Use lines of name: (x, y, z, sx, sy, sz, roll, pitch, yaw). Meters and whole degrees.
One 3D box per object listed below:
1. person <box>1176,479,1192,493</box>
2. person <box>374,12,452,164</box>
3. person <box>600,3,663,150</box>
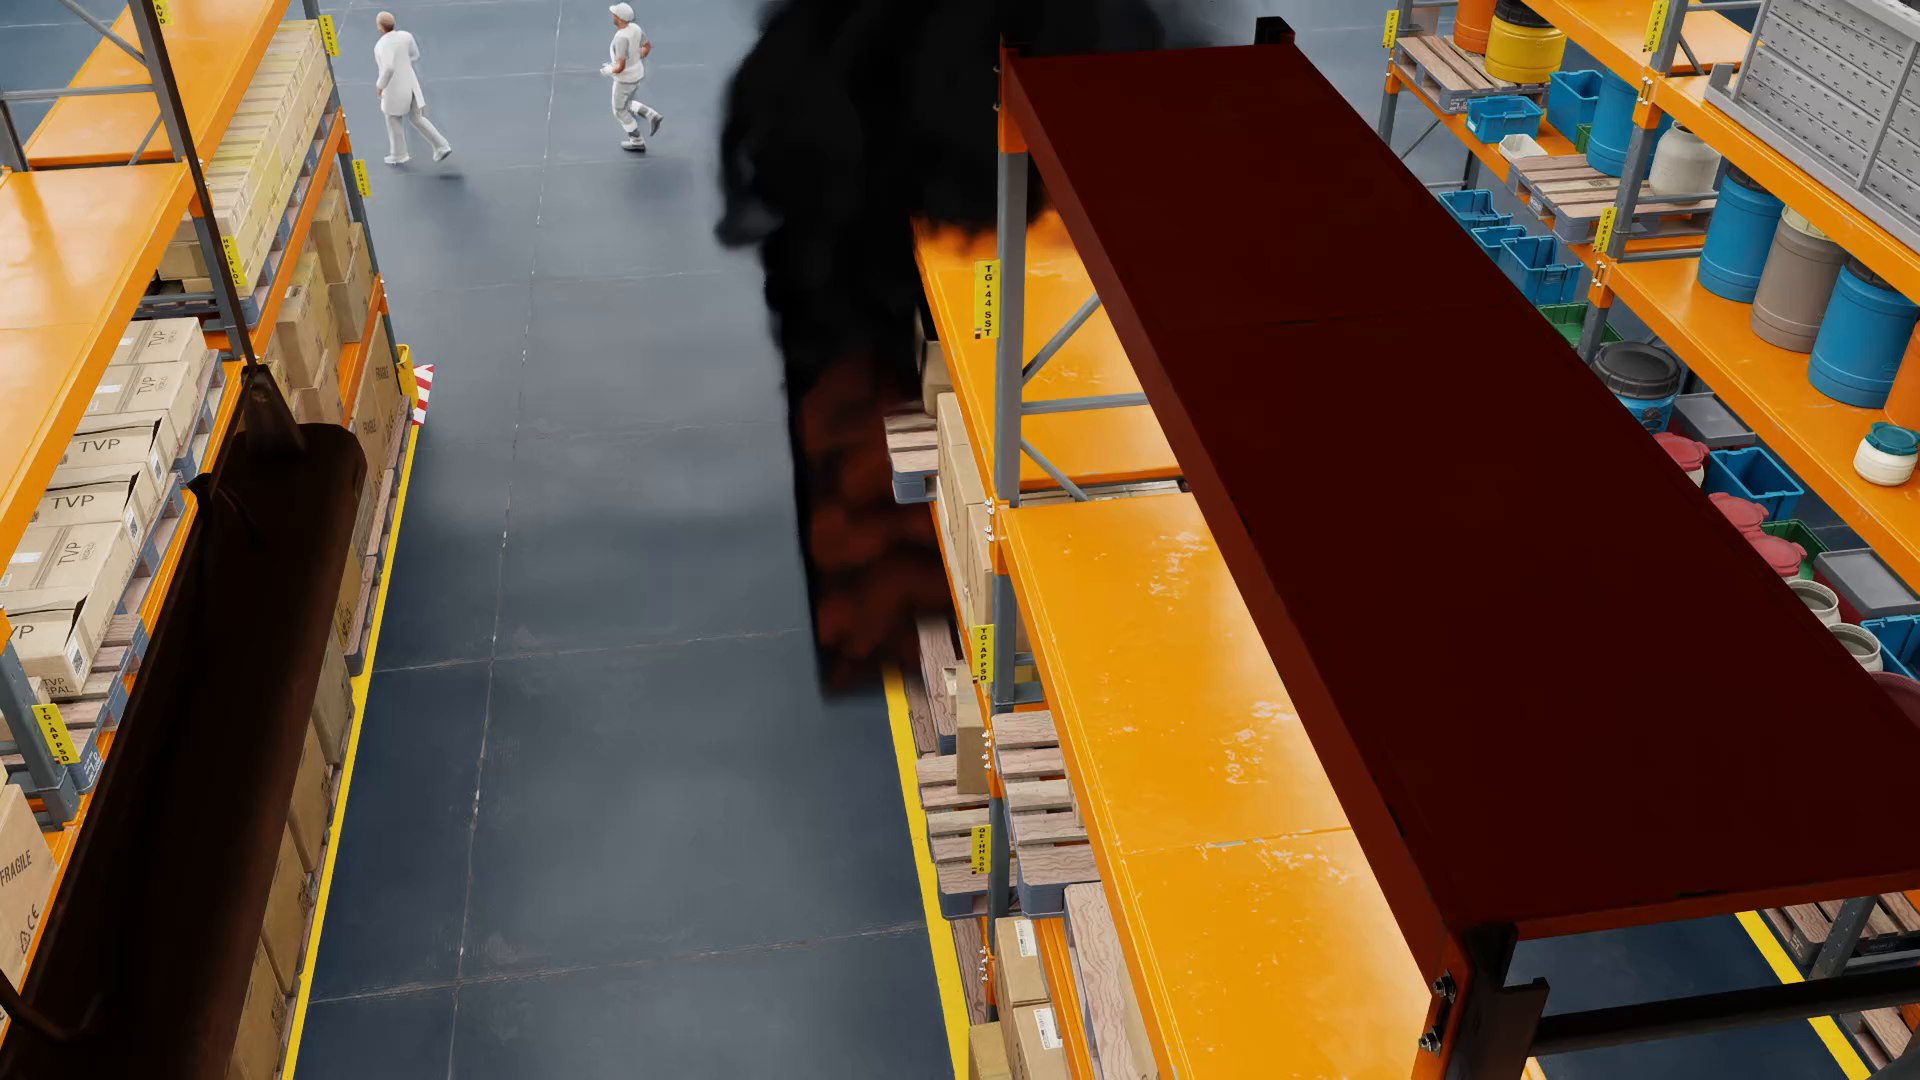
person: (1.519, 0.093, 11.919, 0.568, 1.652, 0.935, -9, 37, -12)
person: (-6.313, -5.082, 18.863, 0.947, 1.807, 0.732, 17, 39, 21)
person: (-3.829, -5.364, 19.294, 0.601, 1.738, 0.658, 9, 37, 12)
